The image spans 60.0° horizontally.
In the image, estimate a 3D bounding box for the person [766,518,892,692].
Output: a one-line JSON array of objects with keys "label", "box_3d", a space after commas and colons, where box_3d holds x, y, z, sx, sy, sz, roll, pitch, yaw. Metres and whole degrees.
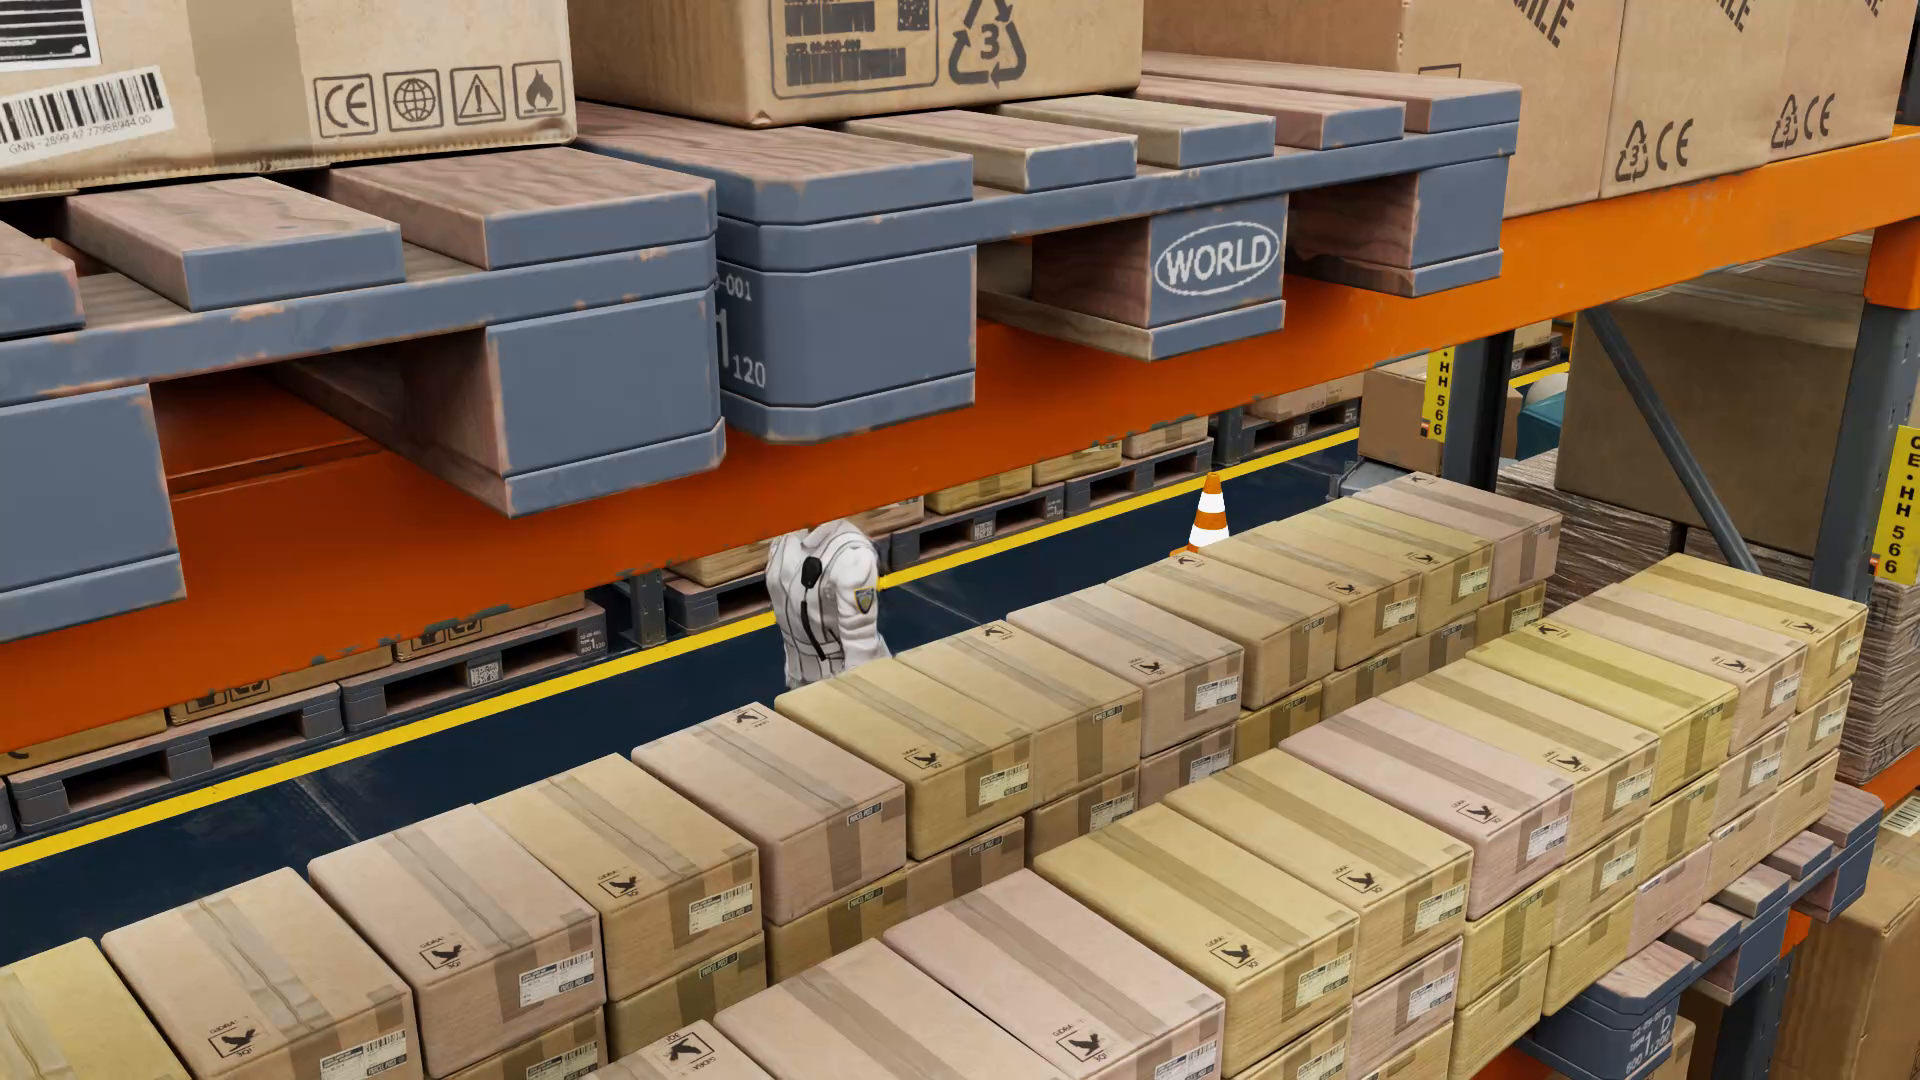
[{"label": "person", "box_3d": [-0.370, 0.425, 5.424, 0.688, 1.651, 0.566, -15, 26, -33]}]
